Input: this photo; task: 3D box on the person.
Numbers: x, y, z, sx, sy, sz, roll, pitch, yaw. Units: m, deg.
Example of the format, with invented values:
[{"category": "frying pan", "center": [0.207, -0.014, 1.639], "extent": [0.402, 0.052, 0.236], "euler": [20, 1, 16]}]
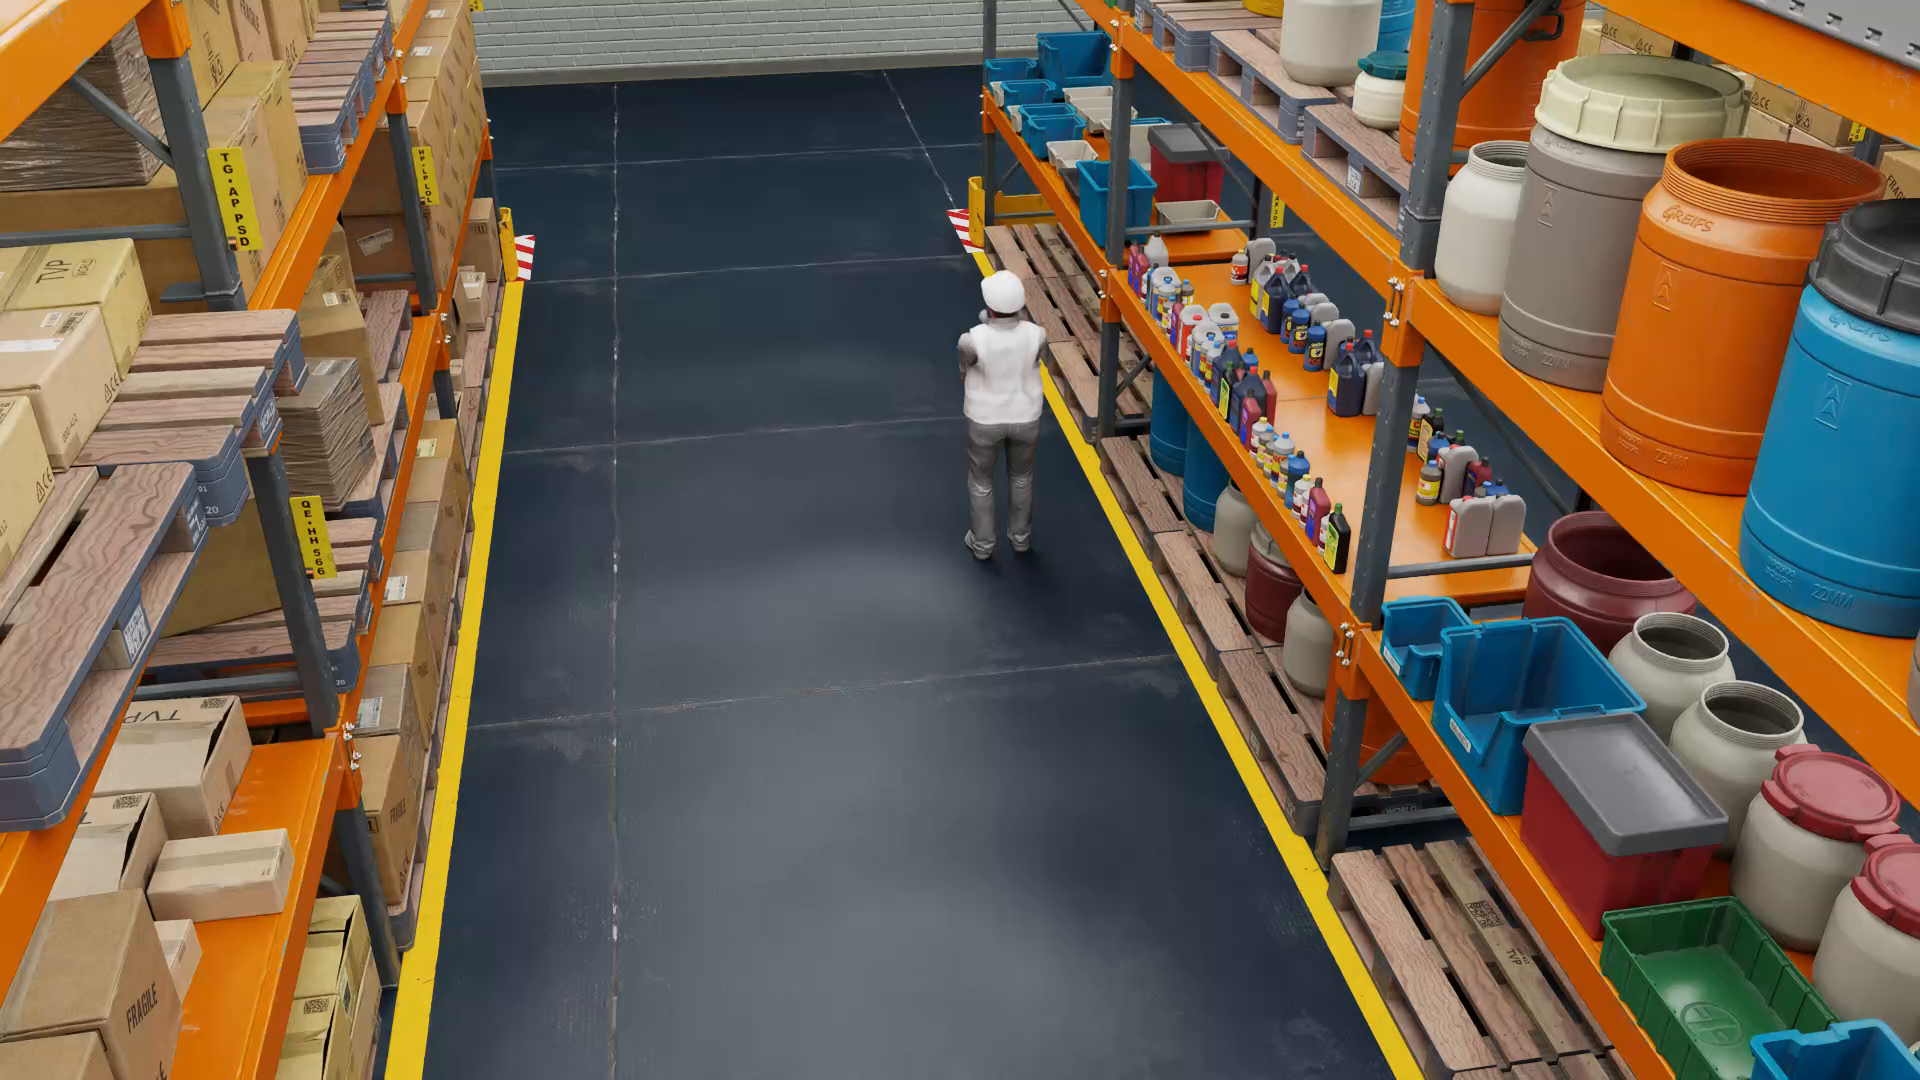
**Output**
[{"category": "person", "center": [0.213, -0.739, 9.377], "extent": [0.494, 1.762, 0.556], "euler": [-5, 31, -9]}]
